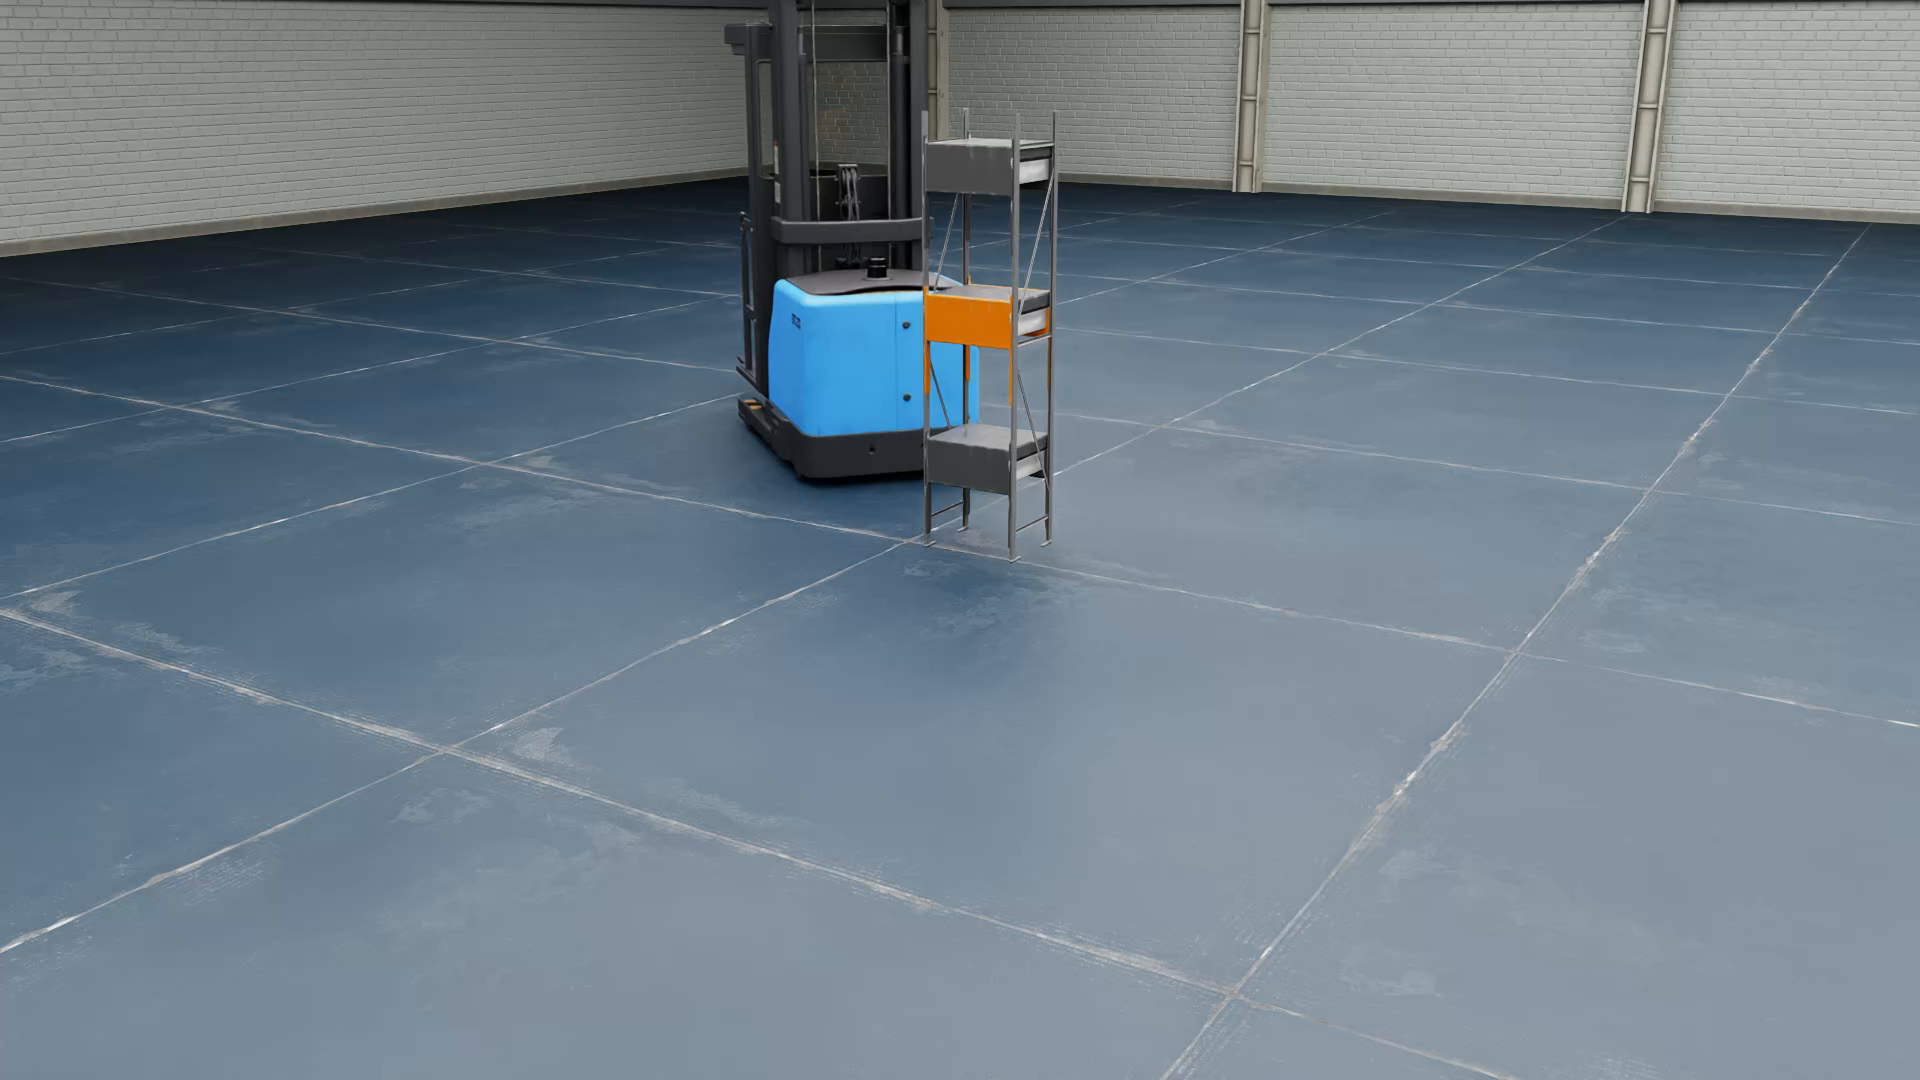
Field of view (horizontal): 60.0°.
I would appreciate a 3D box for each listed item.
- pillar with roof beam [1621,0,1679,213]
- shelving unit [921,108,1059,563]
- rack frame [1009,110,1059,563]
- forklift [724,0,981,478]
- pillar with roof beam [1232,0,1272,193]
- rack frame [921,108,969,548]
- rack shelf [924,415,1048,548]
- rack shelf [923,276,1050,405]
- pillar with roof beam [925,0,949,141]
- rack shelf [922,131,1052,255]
[{"bbox_3d":[7.522,-7.984,19.183,0.400,9.000,9.100,10,20,30],"label":"pillar with roof beam"},{"bbox_3d":[0.141,-0.979,7.993,0.503,2.100,0.431,10,20,30],"label":"shelving unit"},{"bbox_3d":[0.349,-0.942,7.871,0.015,2.100,0.400,10,20,30],"label":"rack frame"},{"bbox_3d":[-0.815,-2.134,10.365,1.130,2.935,3.031,-5,18,-17],"label":"forklift"},{"bbox_3d":[2.410,-8.897,22.187,0.400,9.000,9.100,10,20,30],"label":"pillar with roof beam"},{"bbox_3d":[-0.067,-1.017,8.115,0.015,2.100,0.400,10,20,30],"label":"rack frame"},{"bbox_3d":[0.141,-0.297,8.201,0.480,0.518,0.431,10,20,30],"label":"rack shelf"},{"bbox_3d":[0.141,-0.966,7.997,0.480,0.518,0.431,10,20,30],"label":"rack shelf"},{"bbox_3d":[-2.703,-9.809,25.192,0.400,9.000,9.100,10,20,30],"label":"pillar with roof beam"},{"bbox_3d":[0.141,-1.636,7.794,0.480,0.518,0.431,10,20,30],"label":"rack shelf"}]
